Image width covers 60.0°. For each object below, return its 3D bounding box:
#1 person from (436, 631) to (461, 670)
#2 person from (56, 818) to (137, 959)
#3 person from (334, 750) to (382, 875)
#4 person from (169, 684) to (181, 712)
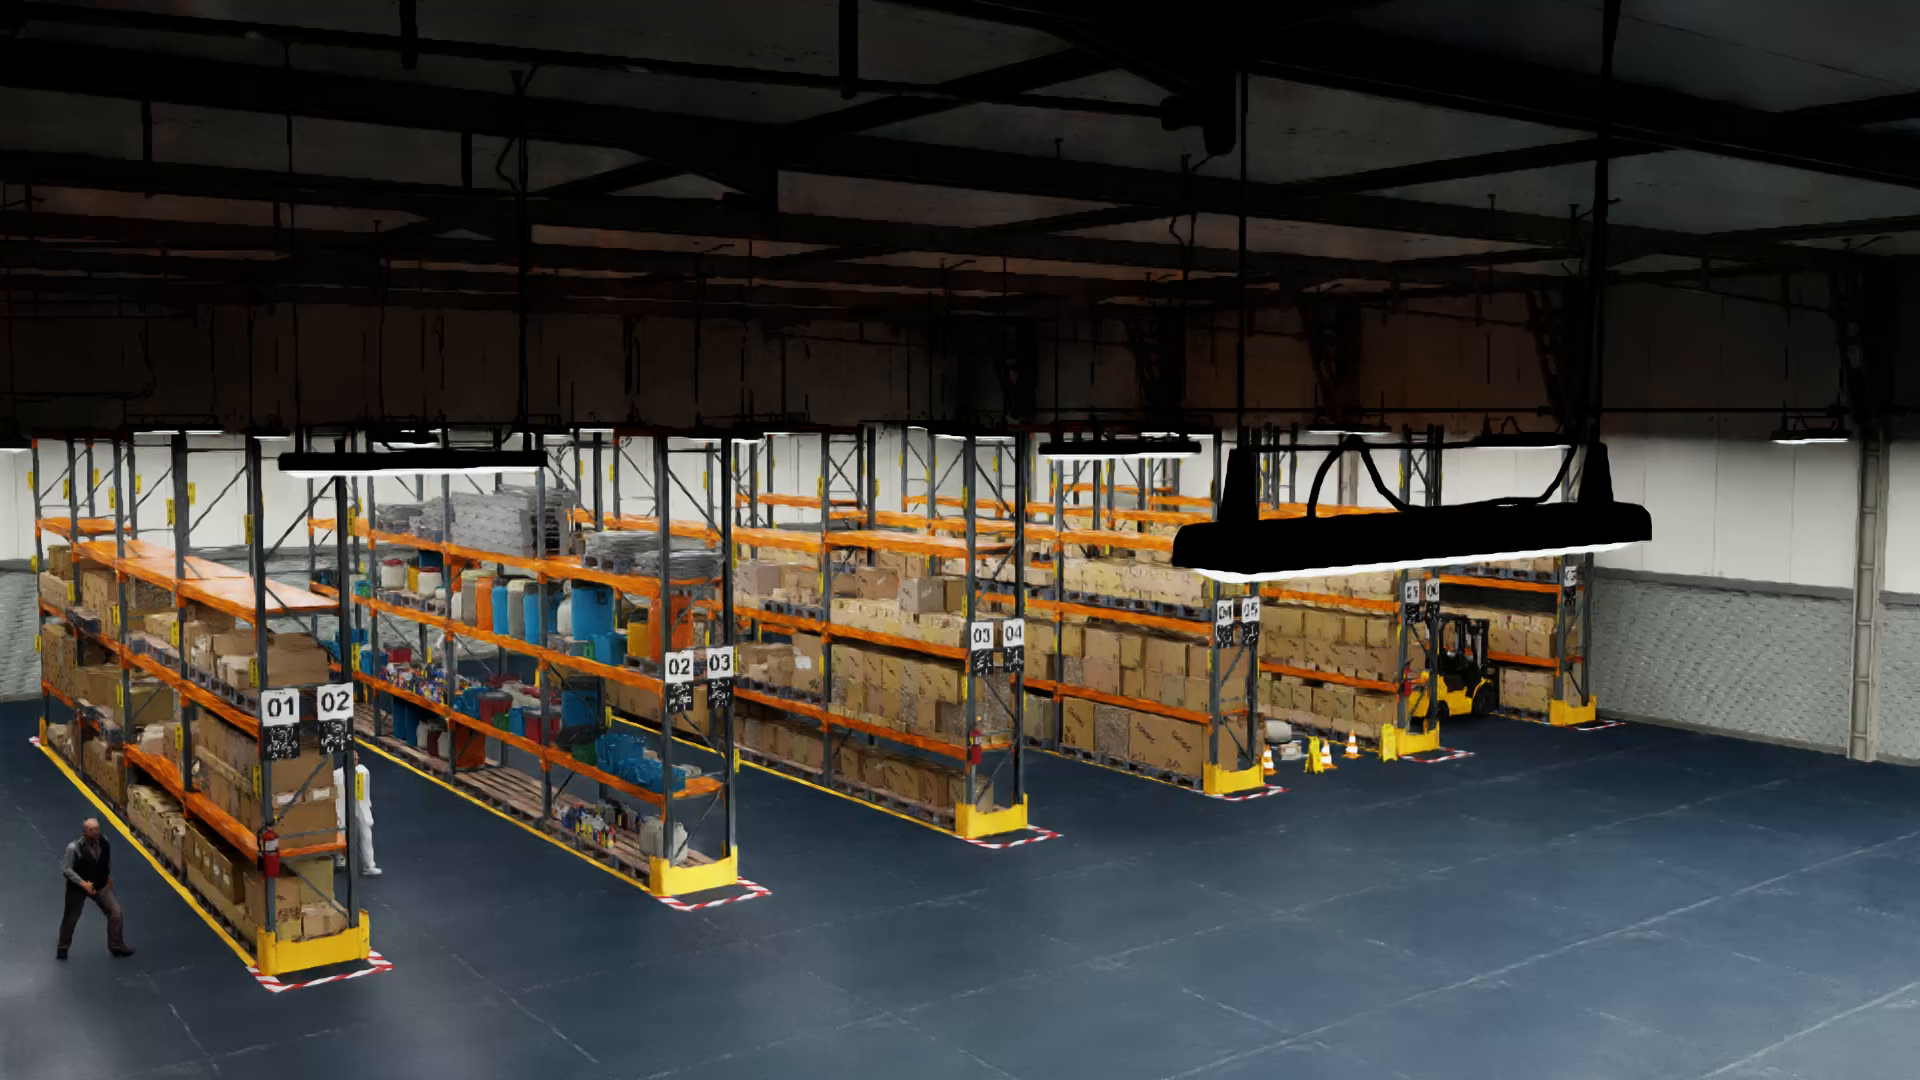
[{"bbox_3d":[-11.608,2.607,37.760,0.566,1.541,0.517,-4,6,-39],"label":"person"},{"bbox_3d":[-10.020,3.993,19.129,0.844,1.661,0.682,3,6,36],"label":"person"},{"bbox_3d":[-8.285,3.685,22.654,0.598,1.698,1.194,-3,5,-34],"label":"person"},{"bbox_3d":[-15.234,2.951,32.302,0.393,1.674,0.635,-4,6,-43],"label":"person"}]
